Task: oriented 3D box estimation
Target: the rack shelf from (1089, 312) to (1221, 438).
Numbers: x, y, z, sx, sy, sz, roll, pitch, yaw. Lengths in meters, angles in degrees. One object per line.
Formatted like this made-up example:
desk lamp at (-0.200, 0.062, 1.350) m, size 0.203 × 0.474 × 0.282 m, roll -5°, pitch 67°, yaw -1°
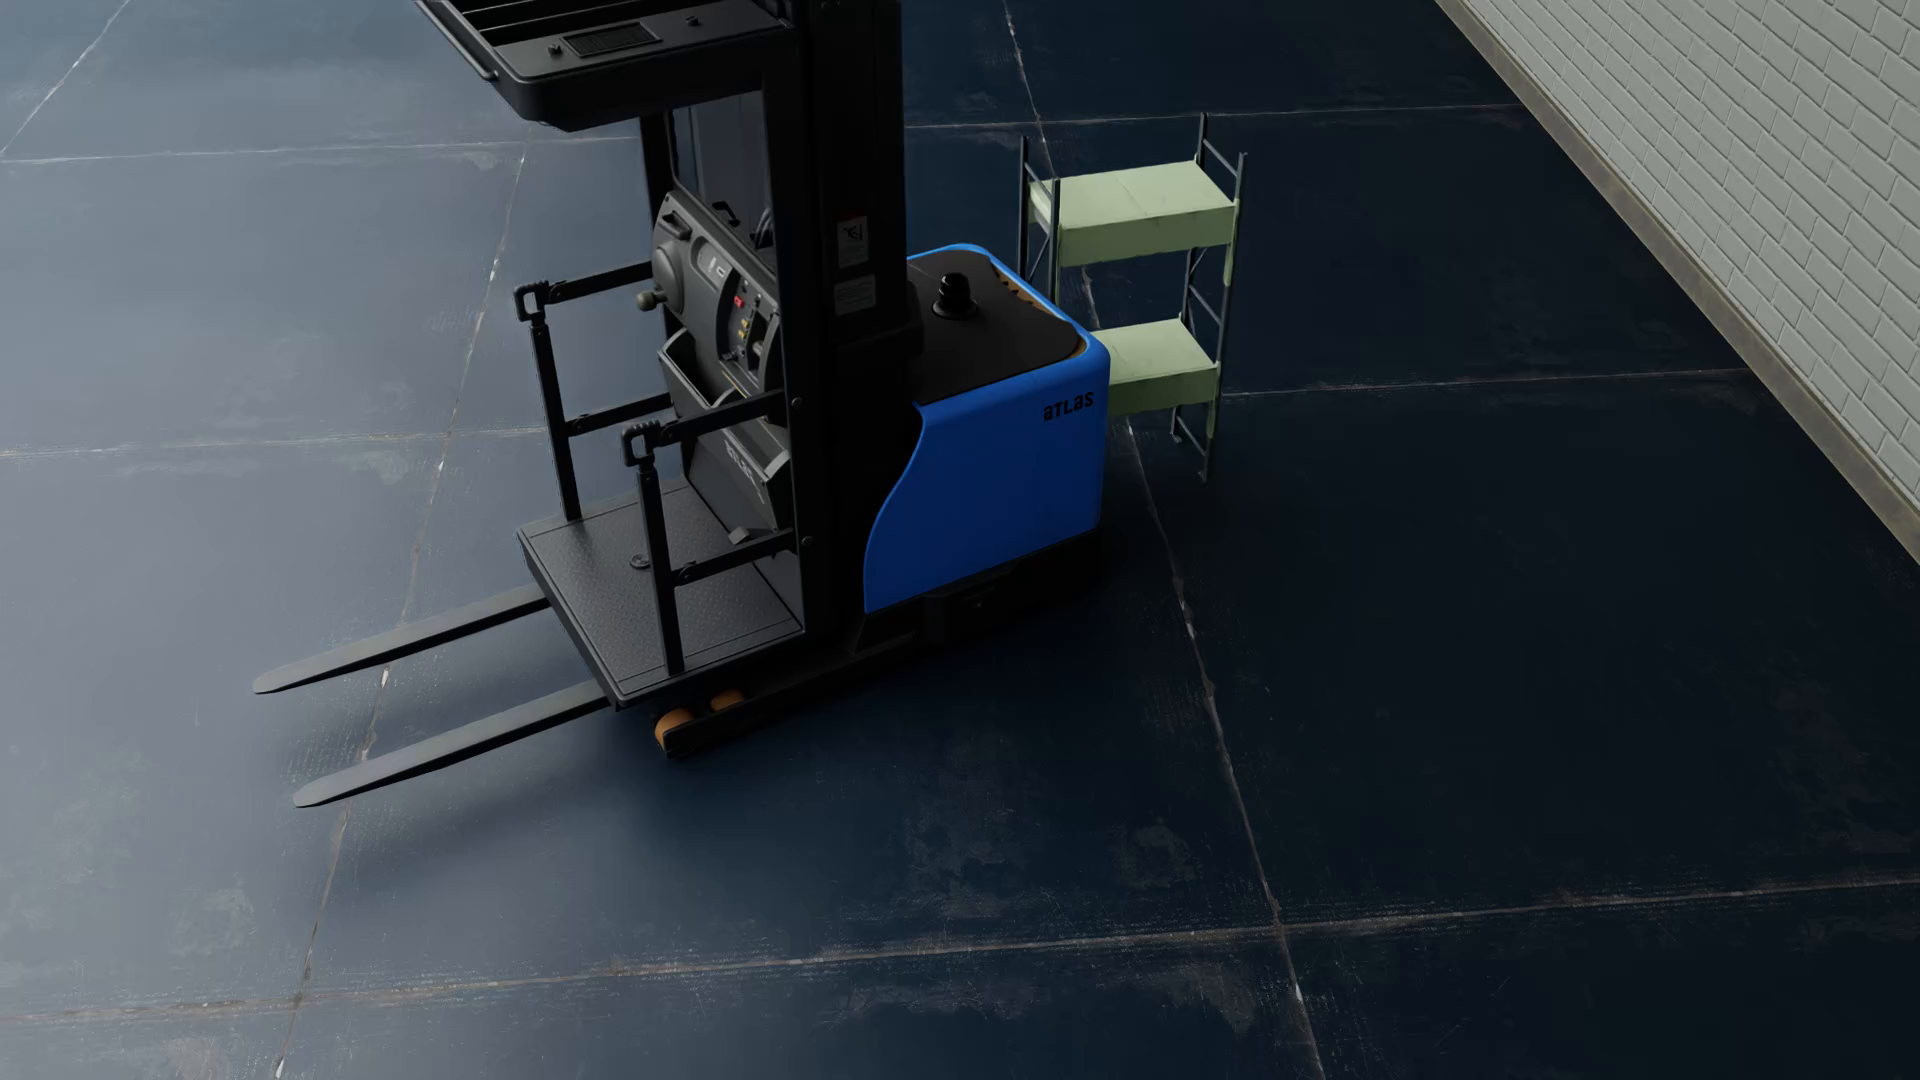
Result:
rack shelf at (0.646, -0.628, 6.861) m, size 0.720 × 0.370 × 0.431 m, roll -10°, pitch 39°, yaw -13°

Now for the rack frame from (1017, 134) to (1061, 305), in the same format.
rack frame at (0.295, -0.820, 6.578) m, size 0.023 × 1.500 × 0.400 m, roll -10°, pitch 39°, yaw -13°

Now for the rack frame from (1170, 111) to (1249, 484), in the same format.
rack frame at (0.998, -0.947, 6.740) m, size 0.023 × 1.500 × 0.400 m, roll -10°, pitch 39°, yaw -13°

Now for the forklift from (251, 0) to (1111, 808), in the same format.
forklift at (-0.982, -0.773, 5.364) m, size 3.031 × 2.935 × 1.130 m, roll -20°, pitch 42°, yaw -23°

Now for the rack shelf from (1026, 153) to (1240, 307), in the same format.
rack shelf at (0.646, -1.190, 6.417) m, size 0.720 × 0.370 × 0.431 m, roll -10°, pitch 39°, yaw -13°

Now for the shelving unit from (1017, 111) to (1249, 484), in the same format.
shelving unit at (0.646, -0.884, 6.659) m, size 0.755 × 1.500 × 0.431 m, roll -10°, pitch 39°, yaw -13°
